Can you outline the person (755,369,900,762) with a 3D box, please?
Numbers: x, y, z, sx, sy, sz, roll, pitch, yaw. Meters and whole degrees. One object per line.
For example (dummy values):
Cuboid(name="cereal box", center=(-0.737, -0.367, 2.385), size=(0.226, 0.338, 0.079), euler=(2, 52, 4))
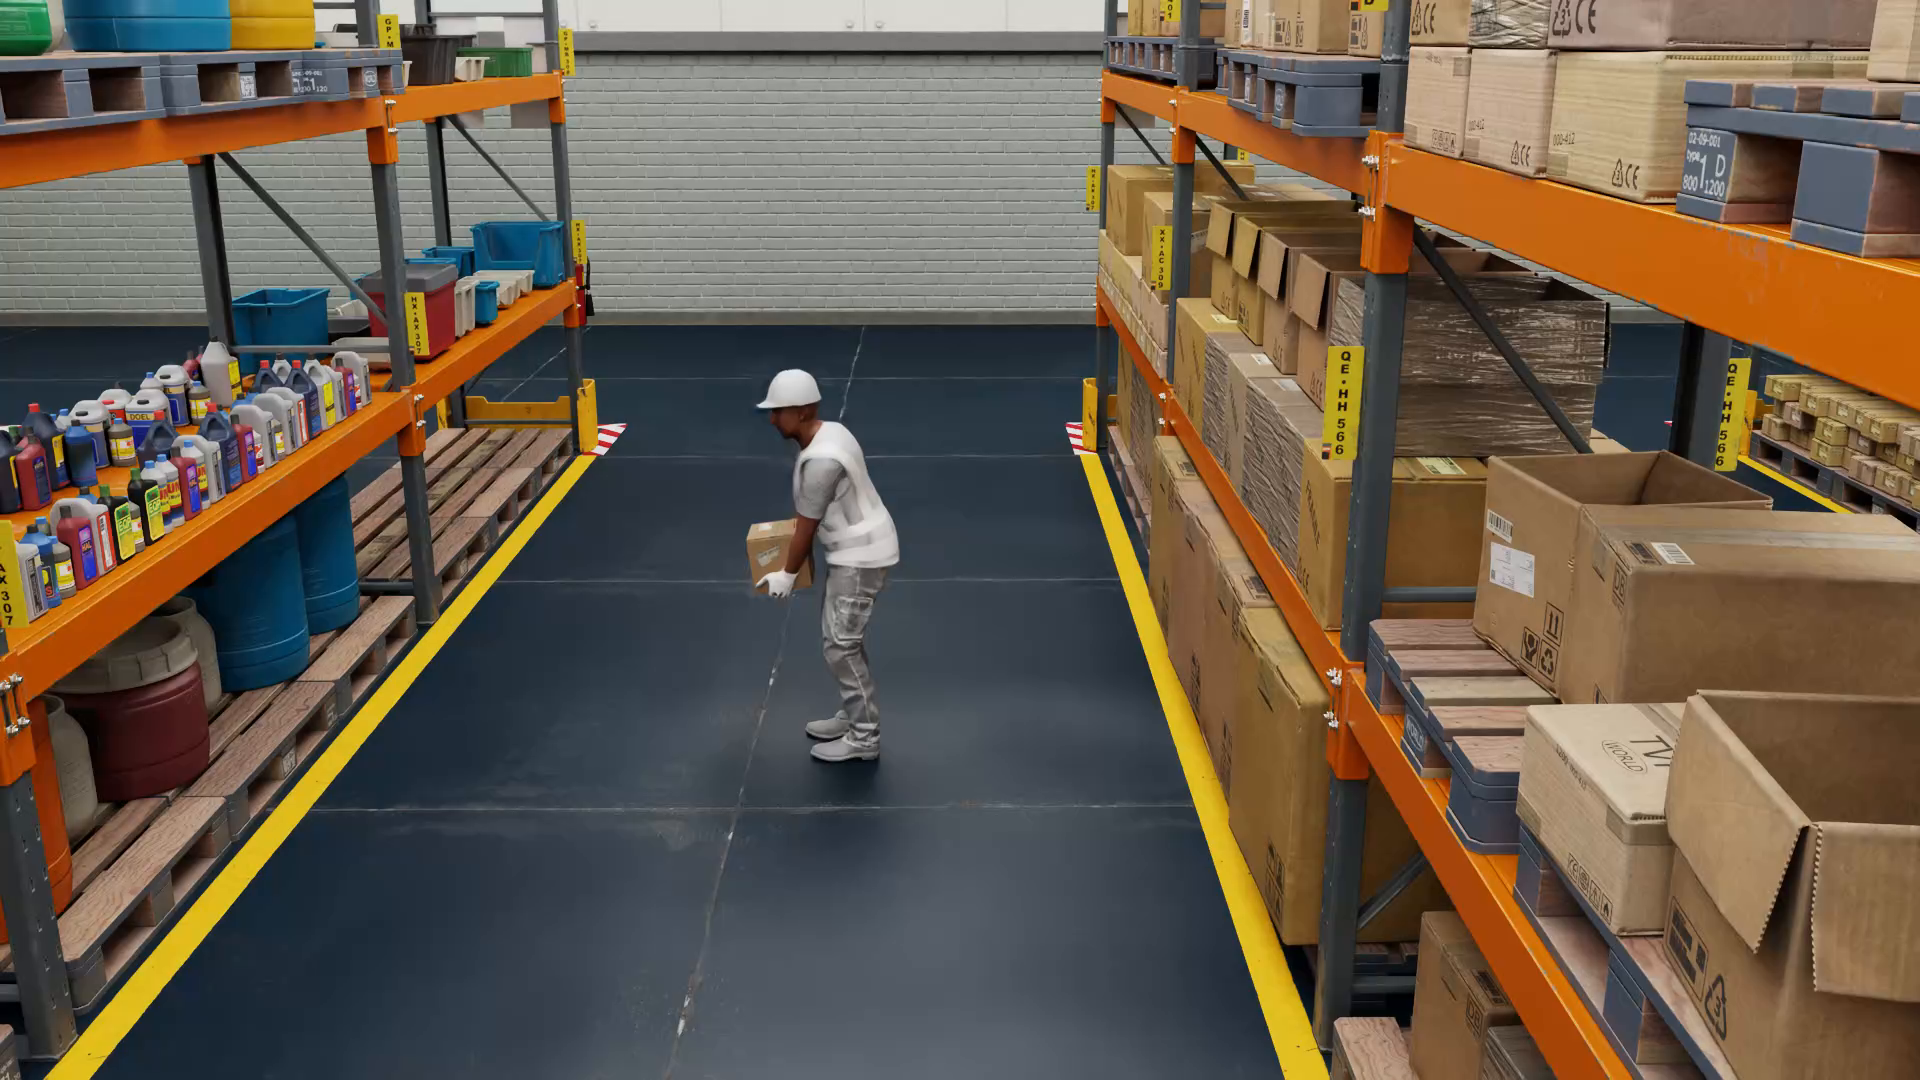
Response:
Cuboid(name="person", center=(-0.573, 0.107, 7.257), size=(0.622, 1.725, 0.485), euler=(-1, 17, -2))
